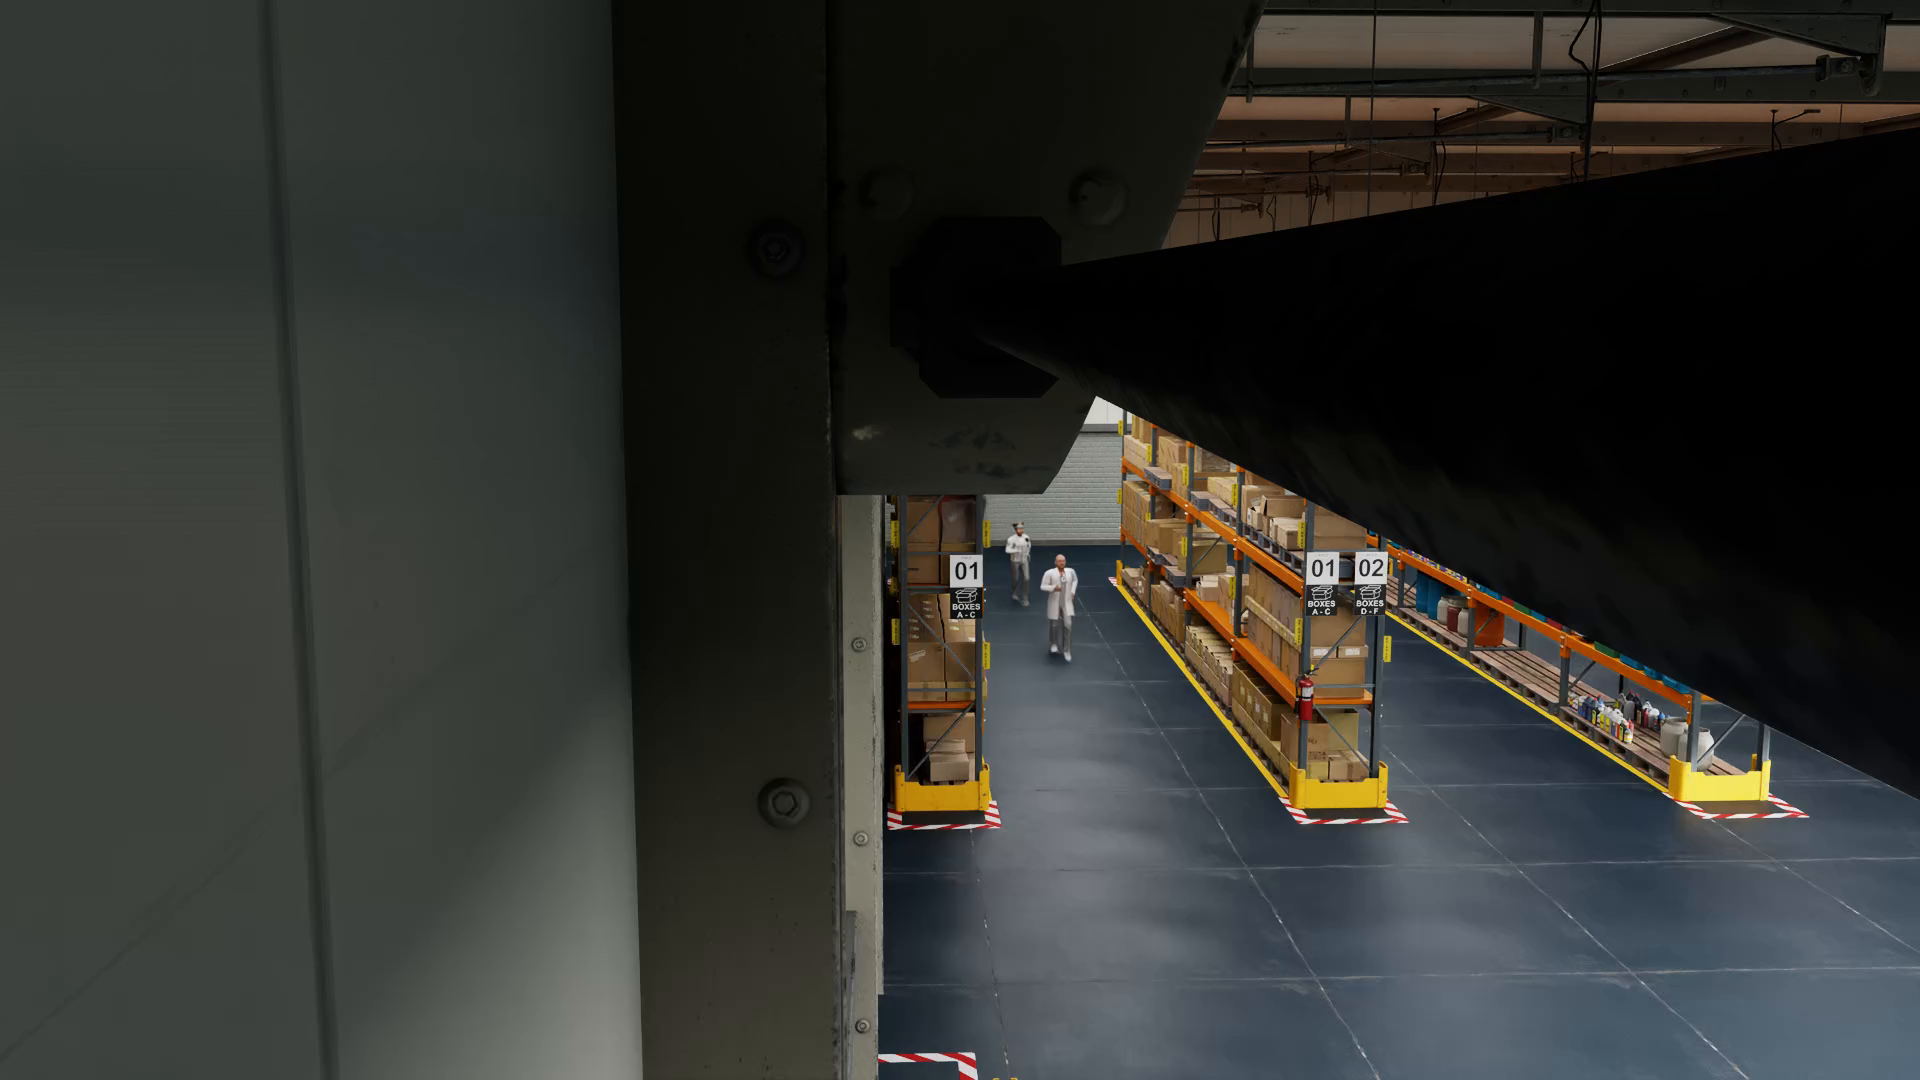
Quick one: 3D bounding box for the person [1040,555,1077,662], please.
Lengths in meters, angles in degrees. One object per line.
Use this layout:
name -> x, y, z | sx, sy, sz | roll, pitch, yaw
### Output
person -> 1.744, 1.166, 29.110 | 0.701, 1.825, 0.835 | -1, 8, -7

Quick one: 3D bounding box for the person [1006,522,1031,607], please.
person -> 1.209, 0.478, 34.087 | 0.598, 1.753, 0.775 | -2, 9, -13
